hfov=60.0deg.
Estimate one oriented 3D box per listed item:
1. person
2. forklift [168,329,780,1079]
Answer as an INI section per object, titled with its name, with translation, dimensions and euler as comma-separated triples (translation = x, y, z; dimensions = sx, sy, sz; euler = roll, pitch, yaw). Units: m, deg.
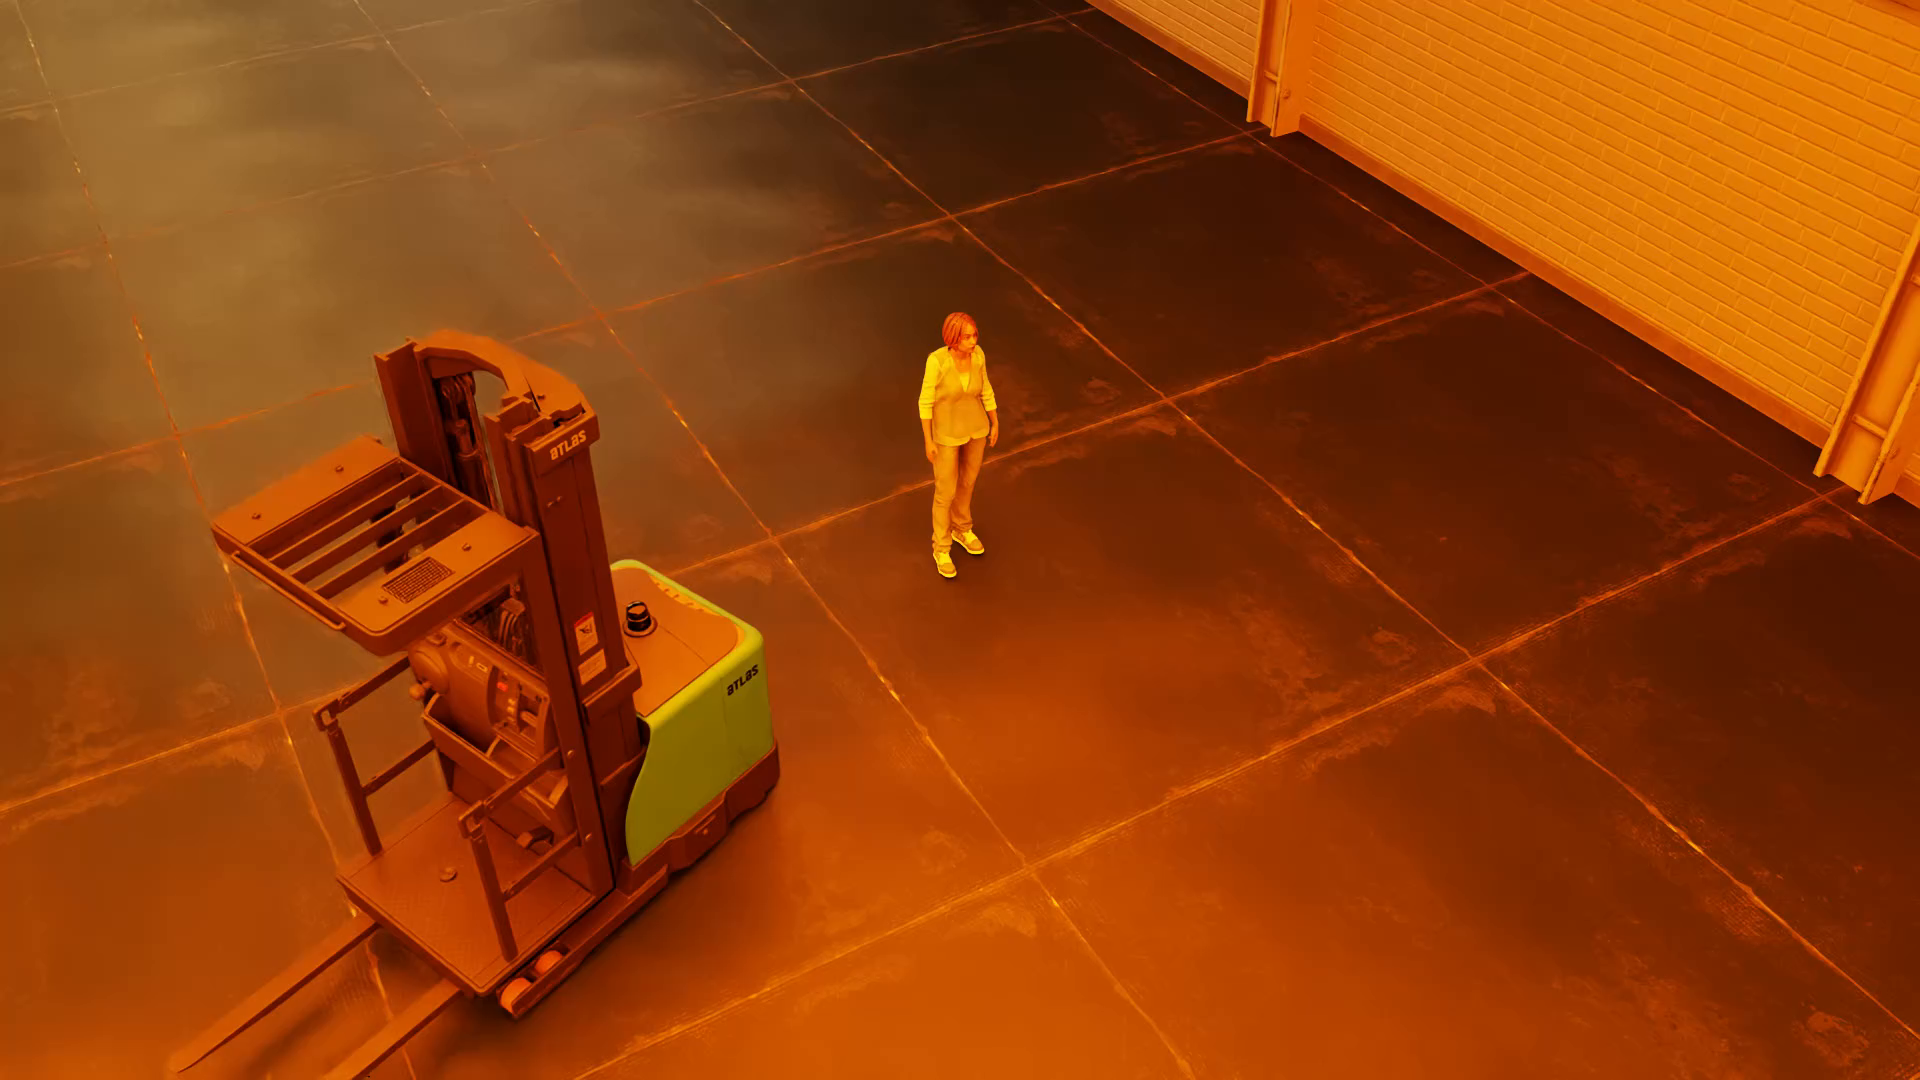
[person]
translation = 0.025, -0.575, 9.763
dimensions = 0.520, 1.597, 0.475
euler = -20, 44, -23
[forklift]
translation = -2.249, 0.702, 7.190
dimensions = 1.130, 2.935, 3.031
euler = 27, 47, 28
